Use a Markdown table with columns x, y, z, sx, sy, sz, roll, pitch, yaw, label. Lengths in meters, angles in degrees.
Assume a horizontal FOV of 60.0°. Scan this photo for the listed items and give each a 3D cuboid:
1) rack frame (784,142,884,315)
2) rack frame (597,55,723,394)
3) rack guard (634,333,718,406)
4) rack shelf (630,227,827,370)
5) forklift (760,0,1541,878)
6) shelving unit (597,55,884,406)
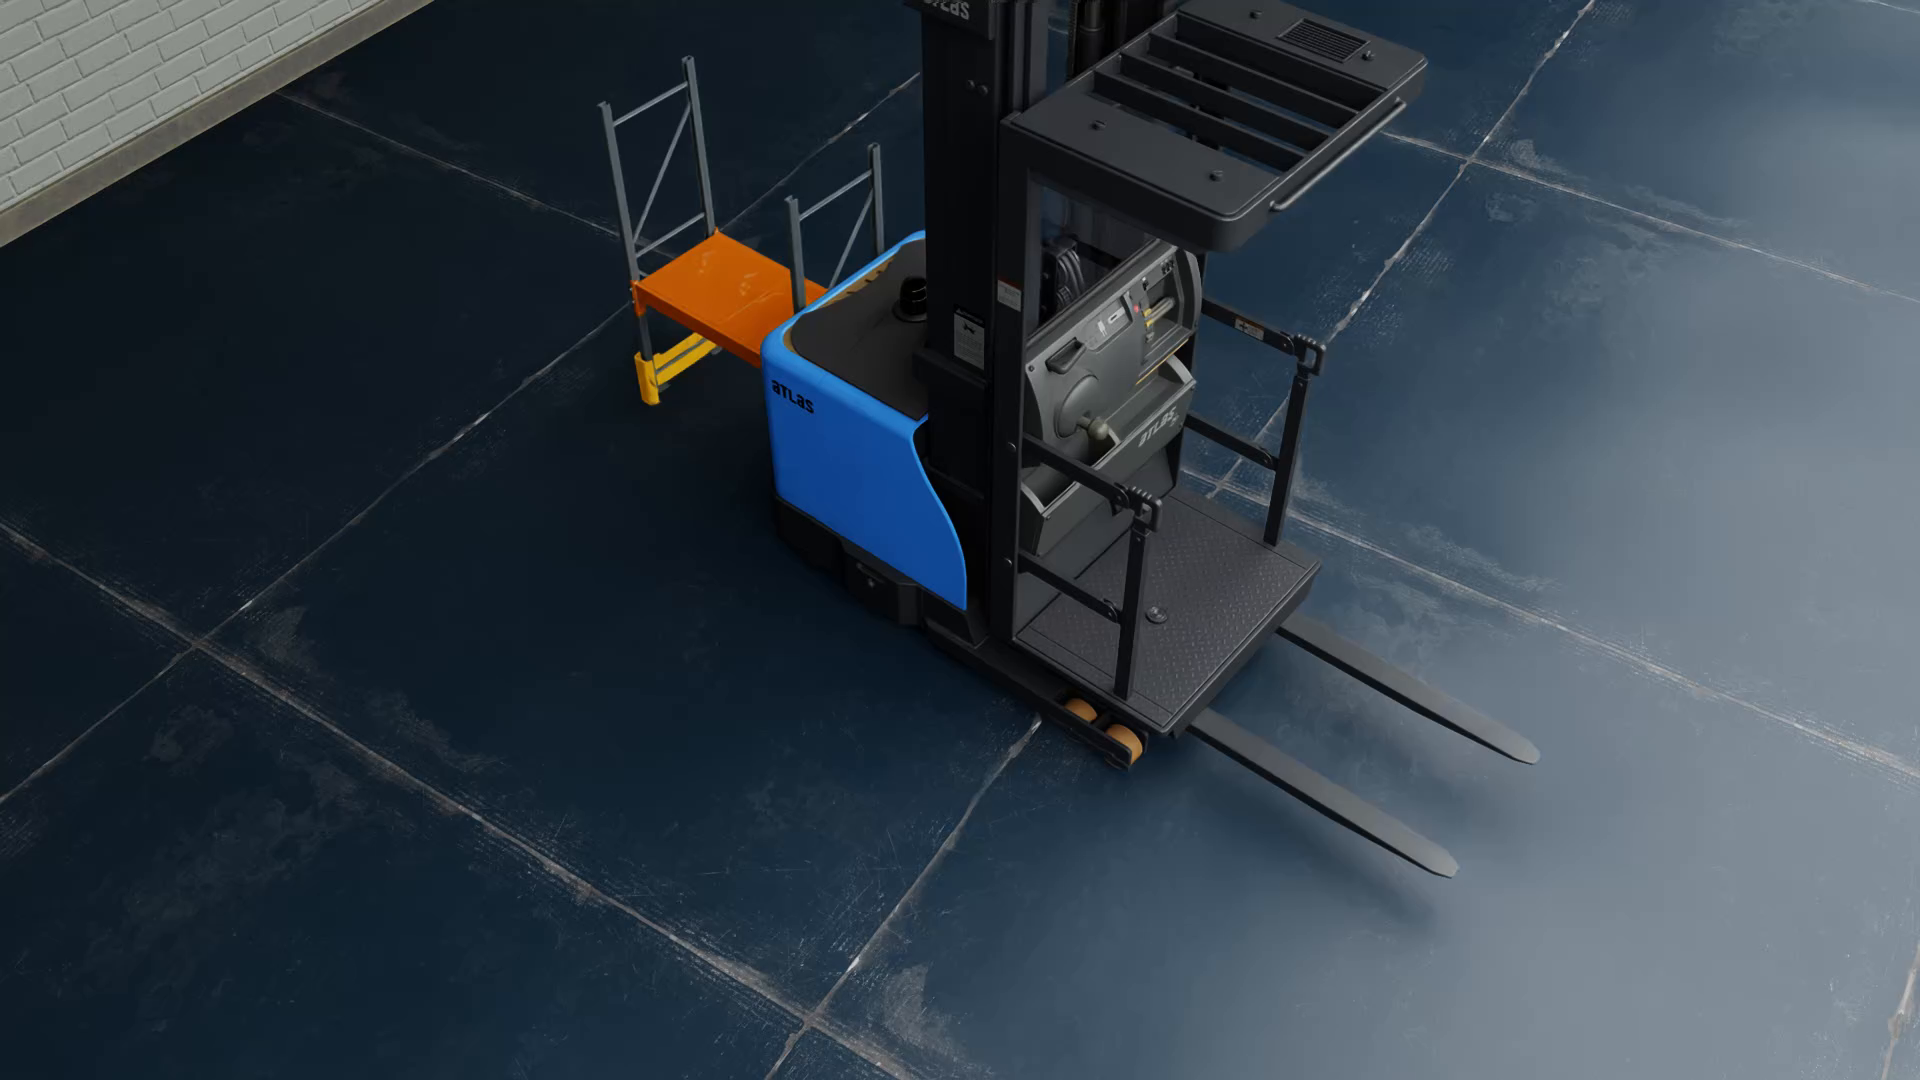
| x | y | z | sx | sy | sz | roll | pitch | yaw | label |
| --- | --- | --- | --- | --- | --- | --- | --- | --- | --- |
| -0.475 | -0.854 | 6.756 | 0.032 | 1.500 | 0.500 | 31 | 53 | 26 | rack frame |
| -1.259 | -1.318 | 7.207 | 0.032 | 1.500 | 0.500 | 31 | 53 | 26 | rack frame |
| -1.244 | -0.874 | 7.647 | 0.087 | 0.250 | 0.587 | 31 | 53 | 26 | rack guard |
| -0.867 | -0.961 | 7.111 | 1.000 | 0.185 | 0.538 | 31 | 53 | 26 | rack shelf |
| 0.691 | -0.611 | 5.522 | 3.031 | 2.935 | 1.130 | 31 | 53 | 26 | forklift |
| -0.860 | -1.082 | 6.977 | 1.083 | 1.500 | 0.587 | 31 | 53 | 26 | shelving unit |
